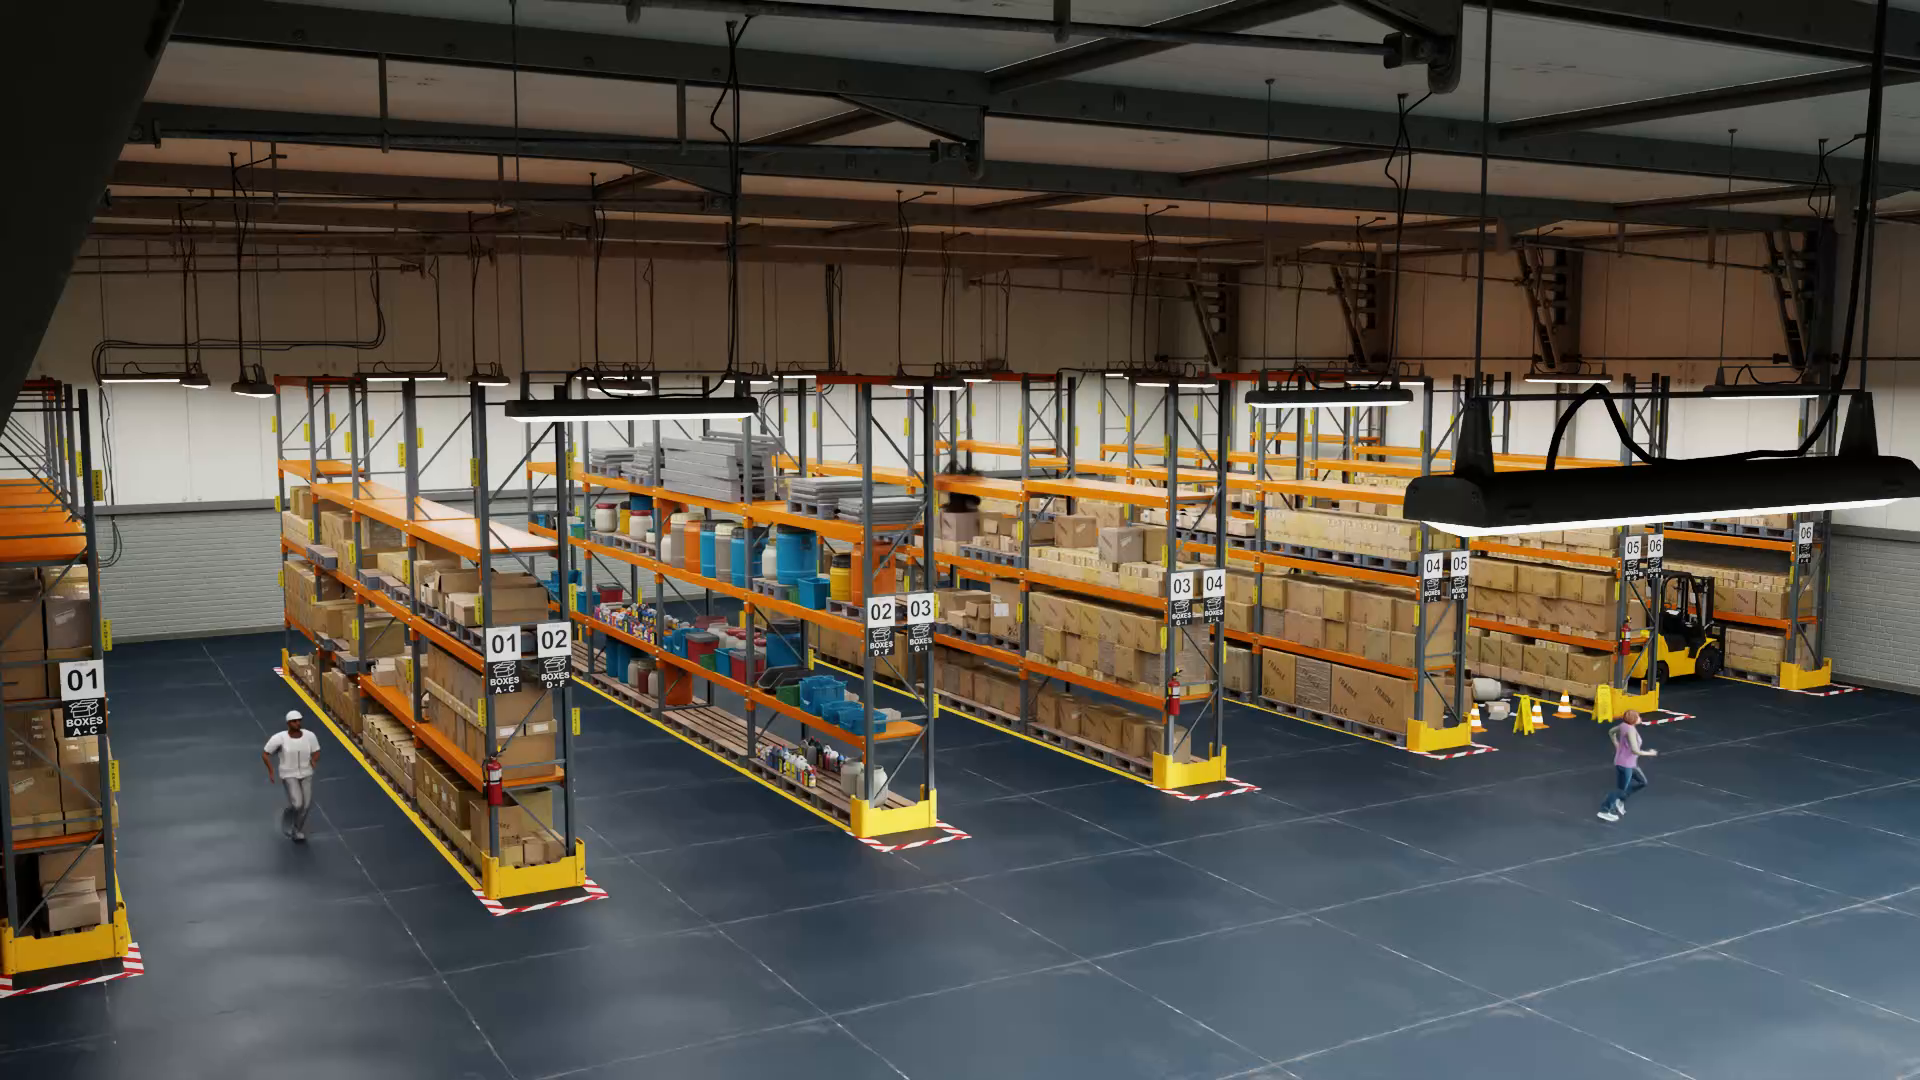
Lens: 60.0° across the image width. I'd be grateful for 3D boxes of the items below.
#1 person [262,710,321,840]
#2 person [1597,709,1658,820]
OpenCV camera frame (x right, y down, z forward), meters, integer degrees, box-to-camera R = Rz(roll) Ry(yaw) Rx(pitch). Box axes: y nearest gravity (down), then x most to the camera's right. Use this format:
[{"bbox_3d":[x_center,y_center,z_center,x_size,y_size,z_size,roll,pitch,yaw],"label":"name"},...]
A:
[{"bbox_3d":[-8.673,3.089,21.754,0.690,1.721,0.596,-6,9,-43],"label":"person"},{"bbox_3d":[9.126,3.069,22.734,0.745,1.542,0.560,2,6,15],"label":"person"}]
